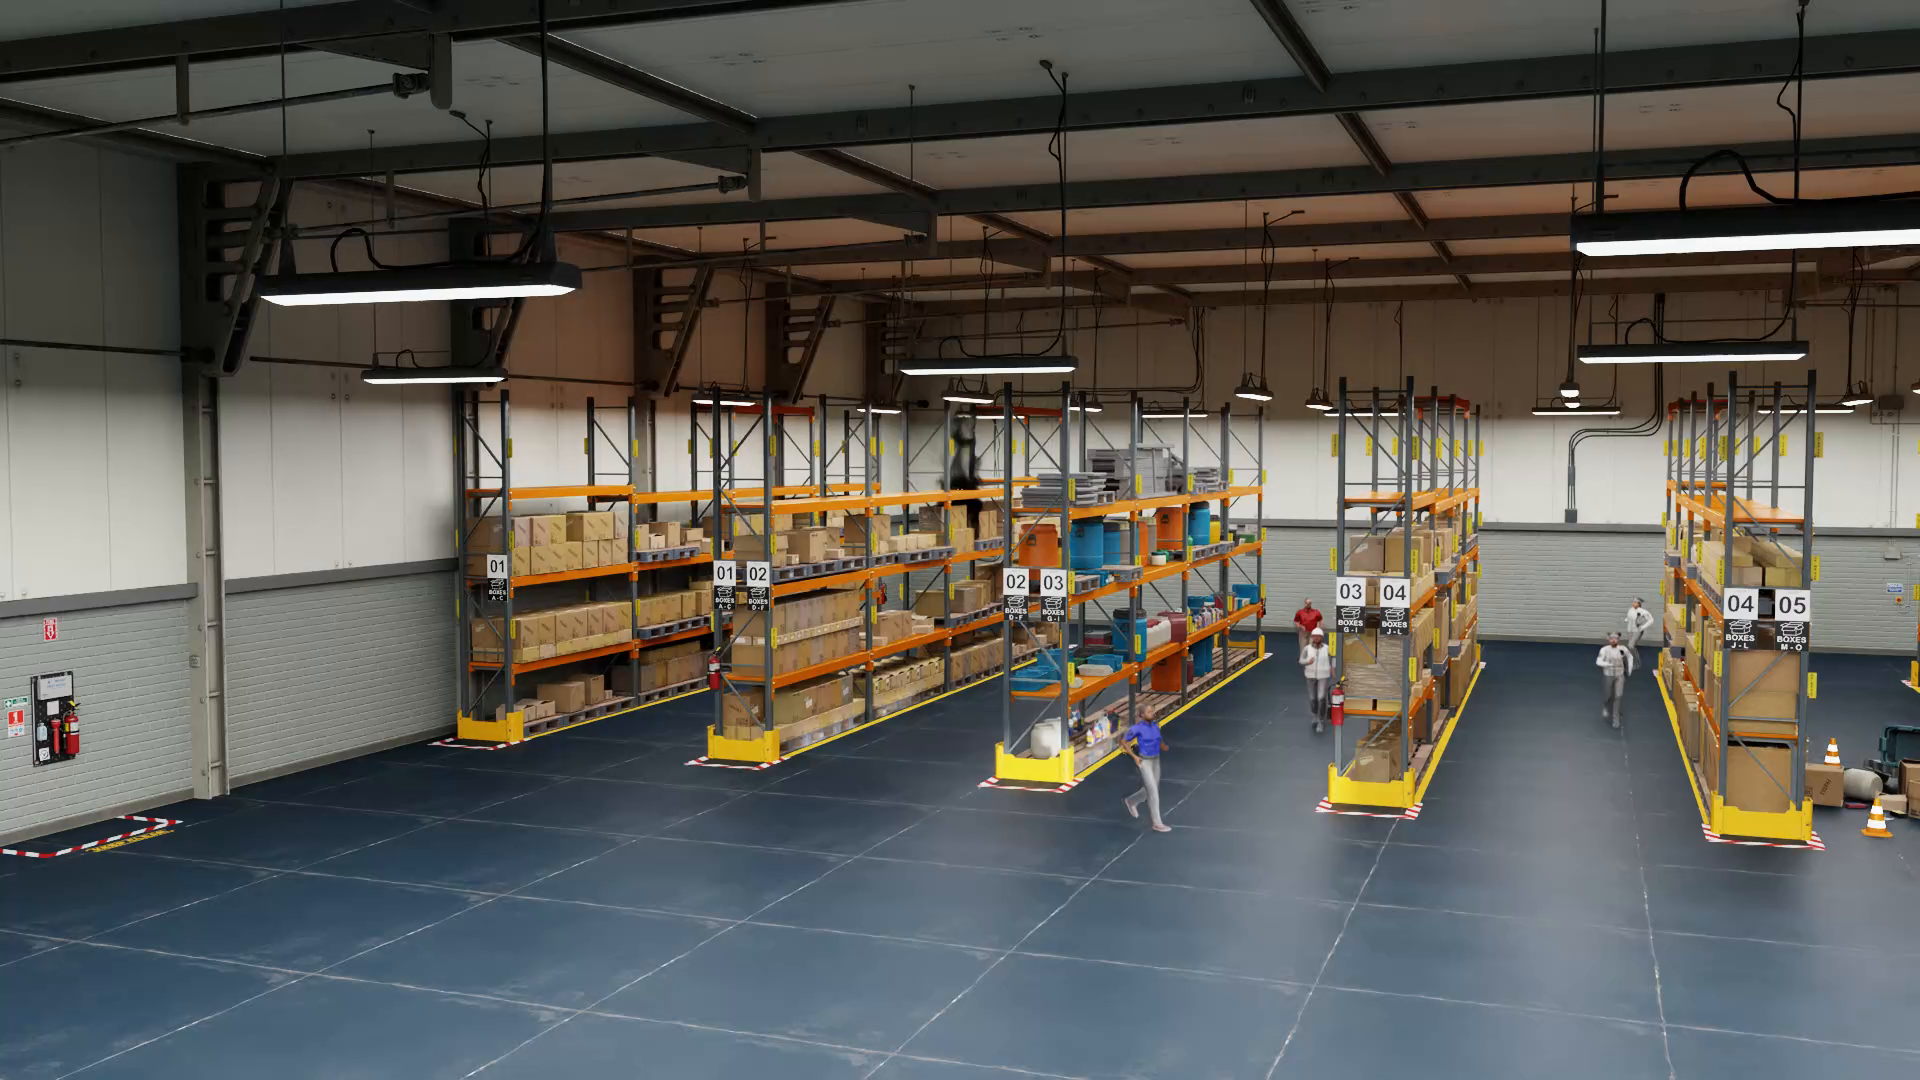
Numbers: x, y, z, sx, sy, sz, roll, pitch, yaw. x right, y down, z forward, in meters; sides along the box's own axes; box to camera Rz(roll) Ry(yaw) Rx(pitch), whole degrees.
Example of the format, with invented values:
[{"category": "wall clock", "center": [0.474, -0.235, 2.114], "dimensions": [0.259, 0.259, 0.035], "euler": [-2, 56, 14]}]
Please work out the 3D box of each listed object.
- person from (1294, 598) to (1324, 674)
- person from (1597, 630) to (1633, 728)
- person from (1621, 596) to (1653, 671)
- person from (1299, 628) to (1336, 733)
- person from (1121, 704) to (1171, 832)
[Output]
[{"category": "person", "center": [7.695, 2.132, 36.736], "dimensions": [0.652, 1.687, 0.602], "euler": [1, 3, 13]}, {"category": "person", "center": [11.893, 2.491, 30.216], "dimensions": [0.620, 1.728, 0.926], "euler": [1, 3, 21]}, {"category": "person", "center": [15.221, 2.112, 37.454], "dimensions": [0.675, 1.713, 0.615], "euler": [-1, 3, -22]}, {"category": "person", "center": [6.373, 2.473, 29.632], "dimensions": [0.635, 1.818, 0.840], "euler": [1, 3, 22]}, {"category": "person", "center": [2.452, 2.965, 21.898], "dimensions": [0.586, 1.628, 0.898], "euler": [-3, 4, -40]}]
